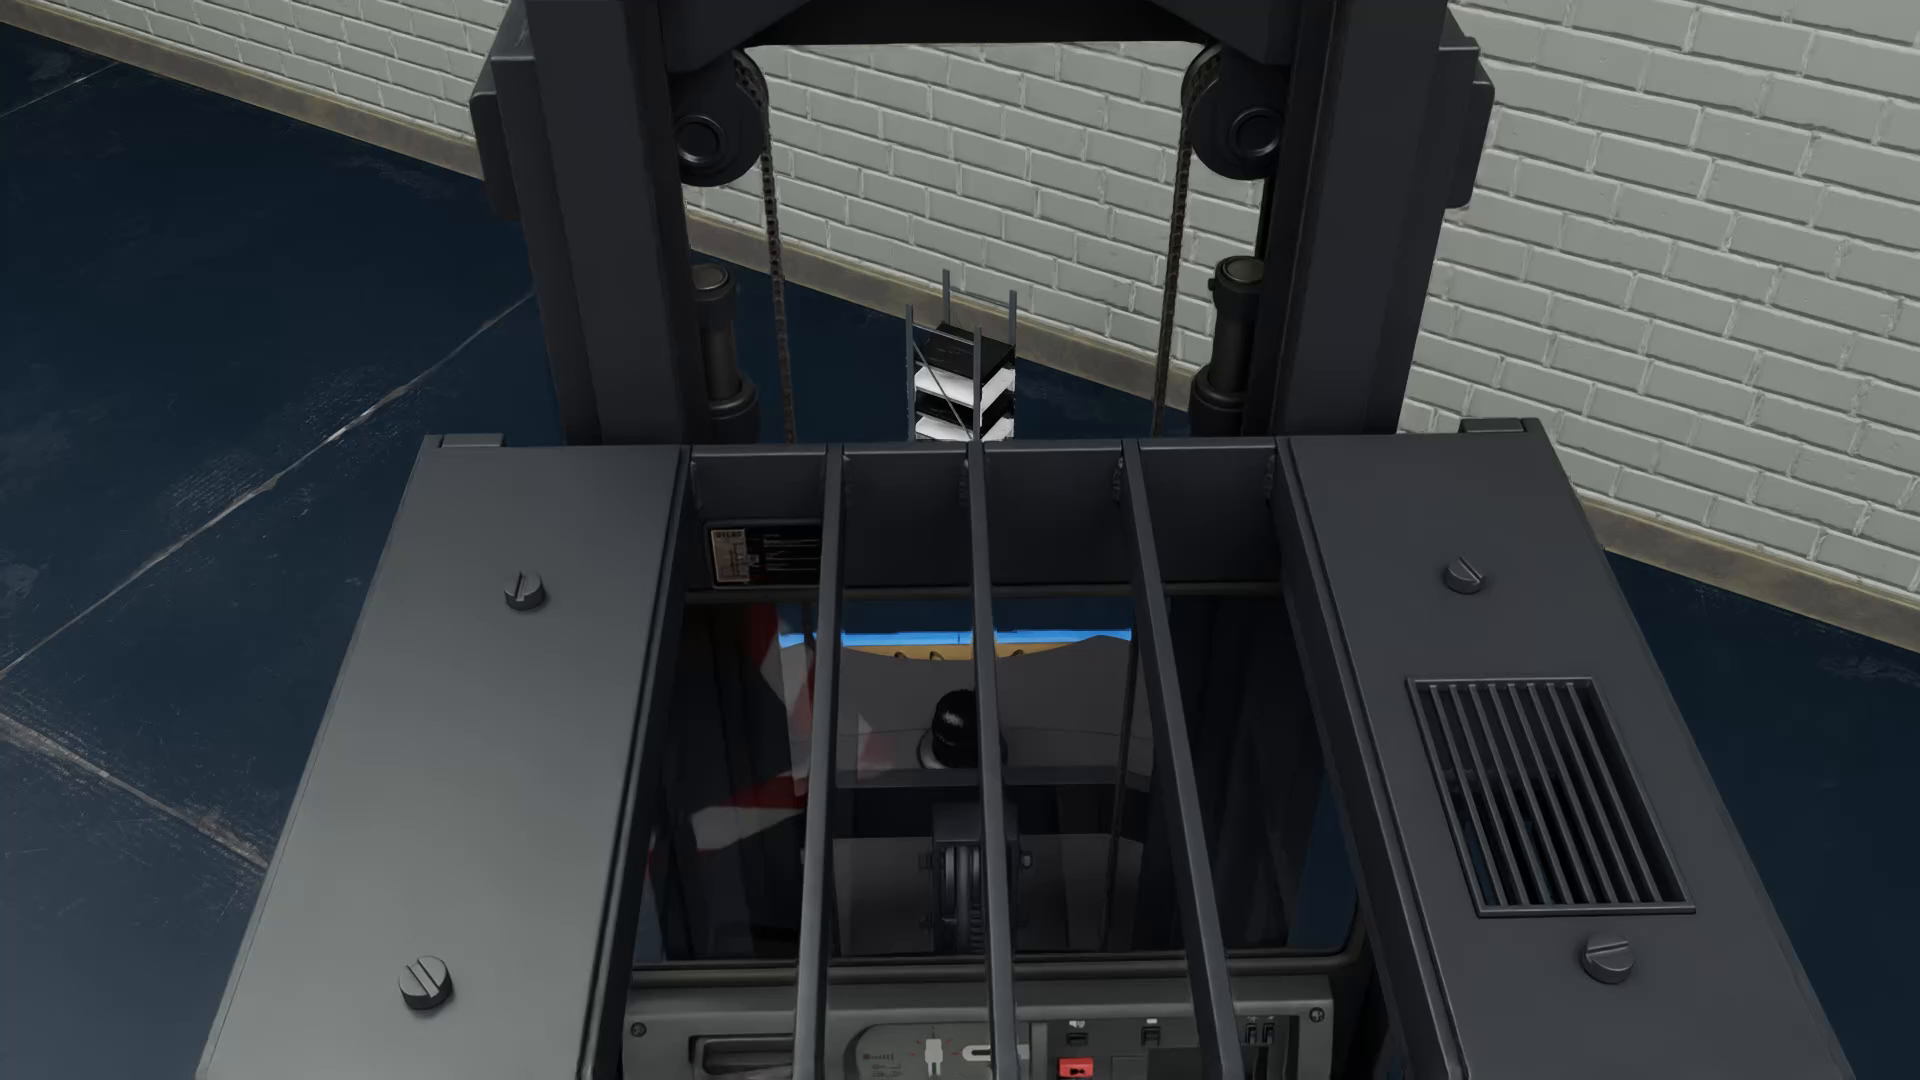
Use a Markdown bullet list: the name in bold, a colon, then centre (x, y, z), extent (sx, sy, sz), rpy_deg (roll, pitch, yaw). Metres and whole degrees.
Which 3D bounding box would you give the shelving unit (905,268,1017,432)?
- **shelving unit**: centre (0.004, -0.342, 4.958), extent (0.258, 0.900, 0.210), rpy_deg (21, 45, 22)

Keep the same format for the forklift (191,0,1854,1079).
- **forklift**: centre (0.032, 0.851, 2.066), extent (1.130, 2.935, 3.031), rpy_deg (-1, 41, -1)

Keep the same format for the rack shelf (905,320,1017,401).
- **rack shelf**: centre (0.004, -0.520, 4.801), extent (0.258, 0.077, 0.200), rpy_deg (21, 45, 22)

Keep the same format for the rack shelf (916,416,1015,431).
- **rack shelf**: centre (0.004, -0.317, 4.980), extent (0.258, 0.077, 0.200), rpy_deg (21, 45, 22)

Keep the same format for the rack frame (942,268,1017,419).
- **rack frame**: centre (0.055, -0.401, 5.024), extent (0.240, 0.900, 0.006), rpy_deg (21, 45, 22)

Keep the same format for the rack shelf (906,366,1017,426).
- **rack shelf**: centre (0.004, -0.452, 4.861), extent (0.258, 0.077, 0.200), rpy_deg (21, 45, 22)

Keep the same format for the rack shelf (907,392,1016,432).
- **rack shelf**: centre (0.004, -0.385, 4.920), extent (0.258, 0.077, 0.200), rpy_deg (21, 45, 22)

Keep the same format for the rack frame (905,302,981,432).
- **rack frame**: centre (-0.047, -0.284, 4.892), extent (0.240, 0.900, 0.006), rpy_deg (21, 45, 22)
